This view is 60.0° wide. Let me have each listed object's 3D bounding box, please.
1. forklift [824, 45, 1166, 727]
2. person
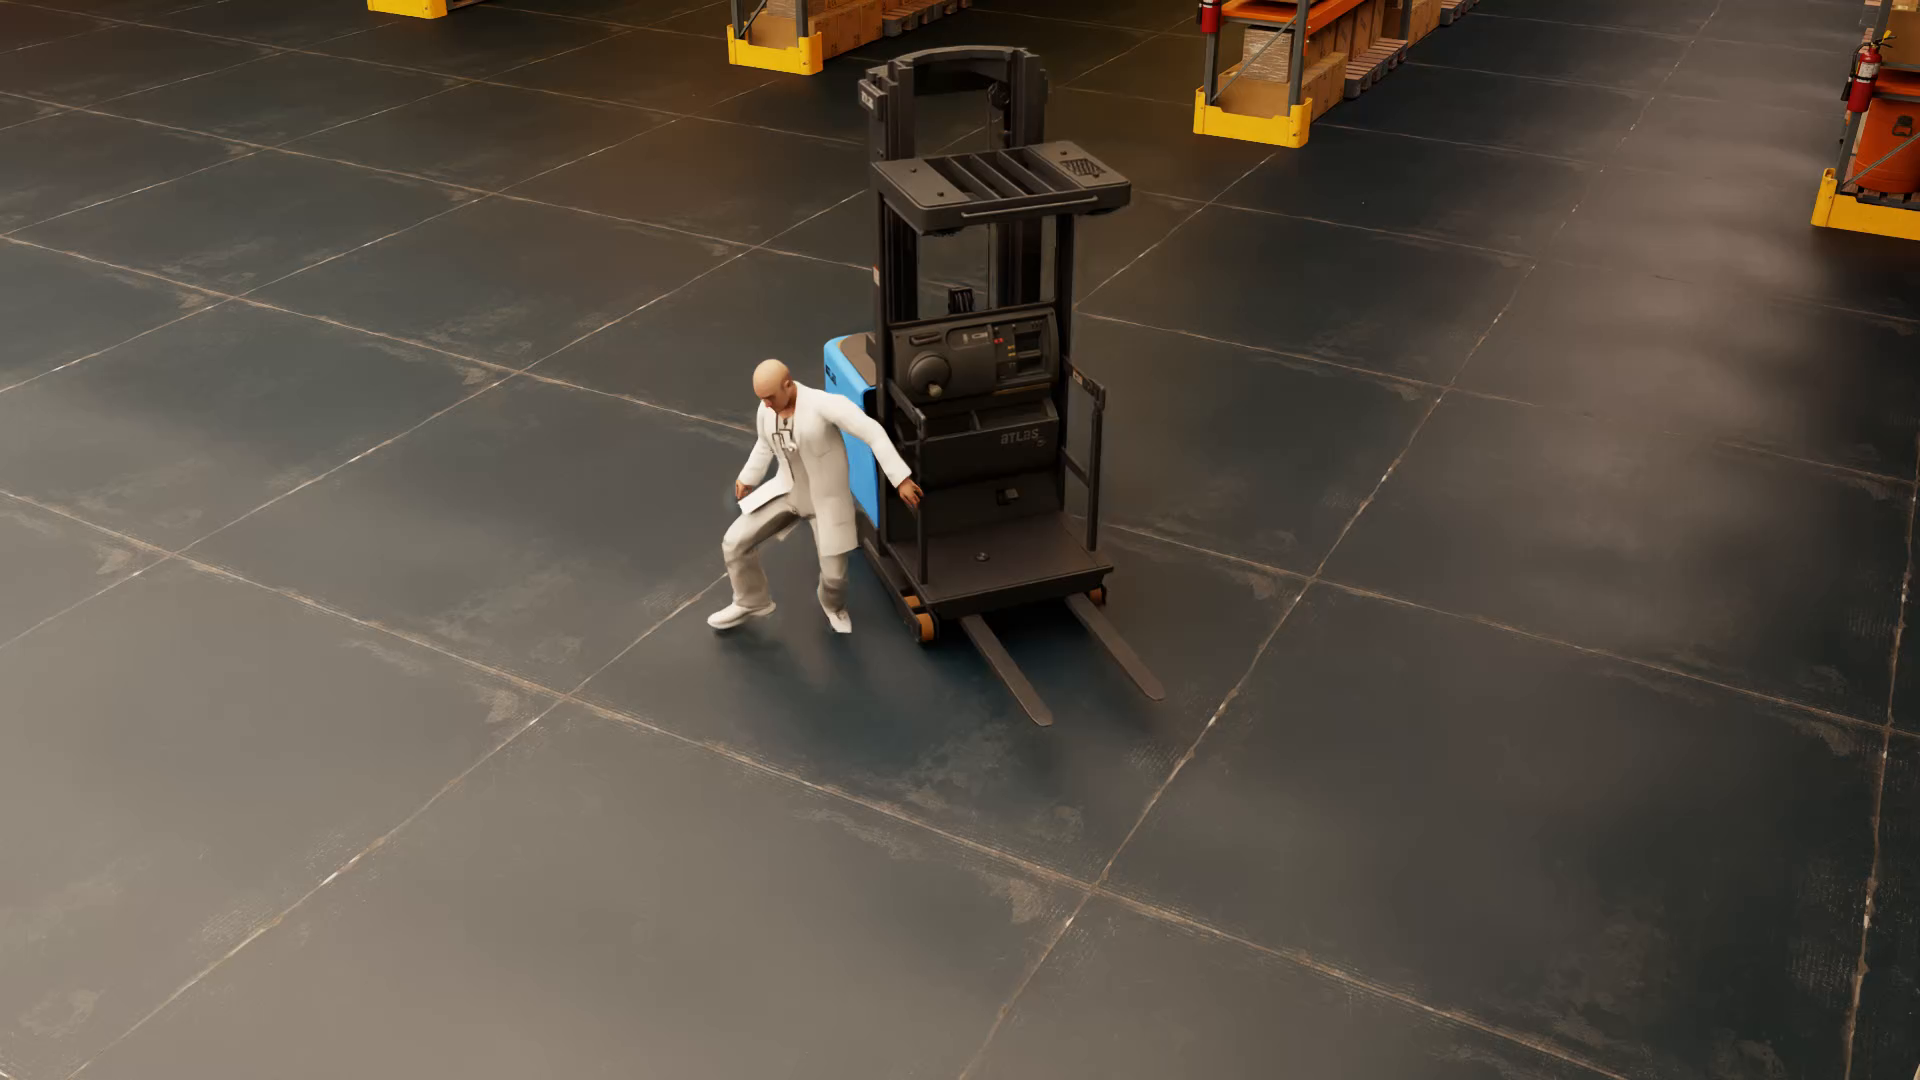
[{"bbox_3d":[0.168,-0.944,8.706,1.130,2.935,3.031,-11,32,-18],"label":"forklift"},{"bbox_3d":[-0.725,-0.185,8.721,1.195,1.688,0.589,12,32,20],"label":"person"}]
